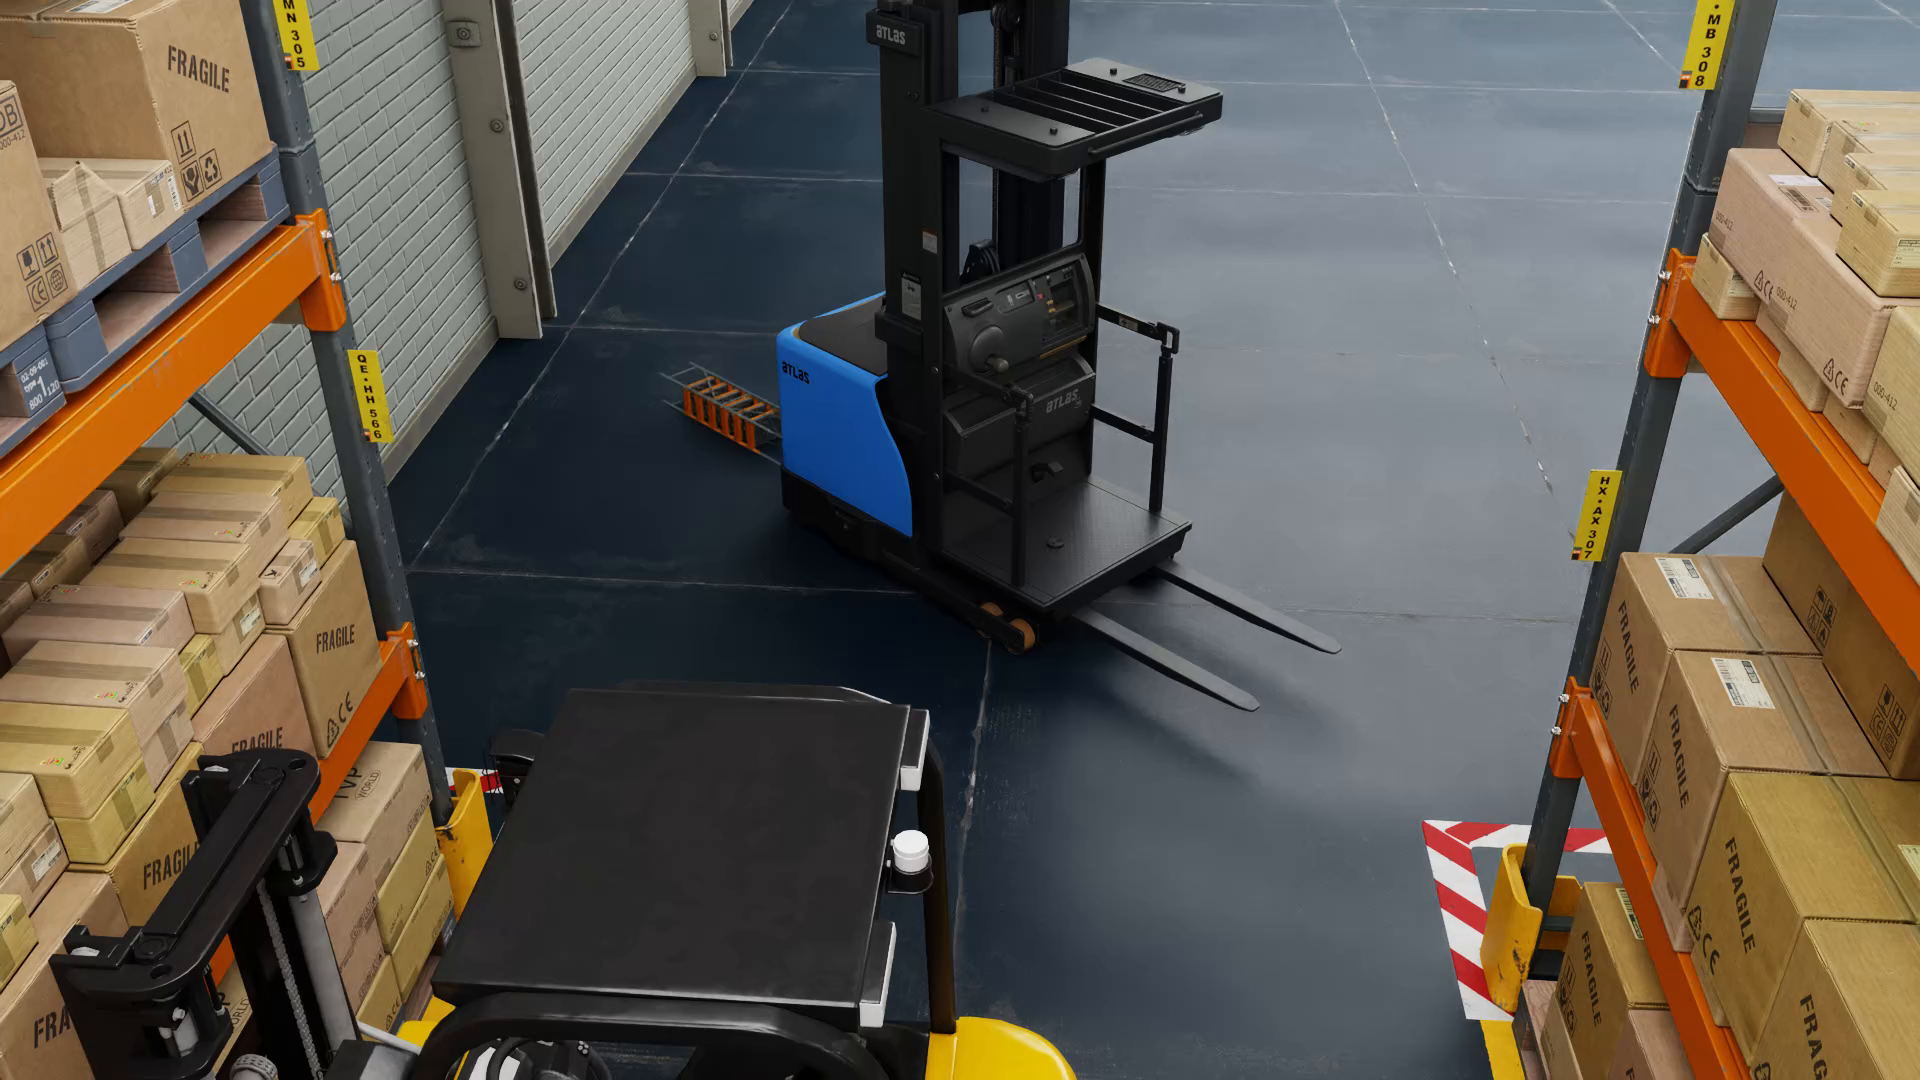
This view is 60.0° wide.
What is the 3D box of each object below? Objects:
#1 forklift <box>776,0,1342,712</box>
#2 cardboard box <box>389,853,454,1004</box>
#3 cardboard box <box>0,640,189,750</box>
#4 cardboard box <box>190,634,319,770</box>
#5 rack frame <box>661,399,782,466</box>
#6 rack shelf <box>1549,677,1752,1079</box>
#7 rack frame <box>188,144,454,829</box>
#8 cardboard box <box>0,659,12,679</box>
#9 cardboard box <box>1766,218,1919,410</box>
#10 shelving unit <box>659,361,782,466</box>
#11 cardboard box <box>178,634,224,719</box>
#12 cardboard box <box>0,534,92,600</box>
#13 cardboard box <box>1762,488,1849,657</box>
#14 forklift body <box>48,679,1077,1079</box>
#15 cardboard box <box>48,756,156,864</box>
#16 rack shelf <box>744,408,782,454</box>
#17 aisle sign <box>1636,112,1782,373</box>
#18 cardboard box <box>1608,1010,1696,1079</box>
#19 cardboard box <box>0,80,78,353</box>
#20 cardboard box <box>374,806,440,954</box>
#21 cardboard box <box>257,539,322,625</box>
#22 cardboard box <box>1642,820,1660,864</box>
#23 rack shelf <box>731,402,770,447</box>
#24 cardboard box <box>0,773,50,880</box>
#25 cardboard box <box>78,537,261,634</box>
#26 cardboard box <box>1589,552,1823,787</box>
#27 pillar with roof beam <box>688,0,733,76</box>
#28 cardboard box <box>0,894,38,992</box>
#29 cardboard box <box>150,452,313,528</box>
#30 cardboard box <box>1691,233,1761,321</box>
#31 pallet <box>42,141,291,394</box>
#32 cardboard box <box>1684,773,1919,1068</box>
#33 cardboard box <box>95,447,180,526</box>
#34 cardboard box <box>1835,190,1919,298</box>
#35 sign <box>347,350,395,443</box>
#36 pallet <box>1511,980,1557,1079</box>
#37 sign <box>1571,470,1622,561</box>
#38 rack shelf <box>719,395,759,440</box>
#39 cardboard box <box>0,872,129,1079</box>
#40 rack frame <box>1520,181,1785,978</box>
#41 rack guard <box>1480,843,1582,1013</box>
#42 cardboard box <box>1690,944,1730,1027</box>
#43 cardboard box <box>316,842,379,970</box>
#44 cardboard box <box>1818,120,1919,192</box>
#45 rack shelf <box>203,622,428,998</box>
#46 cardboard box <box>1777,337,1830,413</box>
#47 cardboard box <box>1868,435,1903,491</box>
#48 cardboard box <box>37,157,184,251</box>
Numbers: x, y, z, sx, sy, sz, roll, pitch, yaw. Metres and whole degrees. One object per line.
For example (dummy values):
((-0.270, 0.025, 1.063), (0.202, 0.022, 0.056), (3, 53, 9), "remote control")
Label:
((0.437, -1.013, 7.600), (1.130, 2.935, 3.031), (-27, 41, -36), "forklift")
((-2.143, 1.359, 5.907), (0.500, 0.250, 0.500), (3, 32, 4), "cardboard box")
((-2.227, 0.395, 4.253), (0.380, 0.149, 0.250), (3, 32, 5), "cardboard box")
((-2.249, 0.605, 4.815), (0.500, 0.500, 0.500), (3, 32, 6), "cardboard box")
((-1.309, -0.664, 9.818), (0.240, 0.006, 1.200), (-27, 41, -37), "rack frame")
((2.365, 1.670, 3.867), (1.077, 0.370, 4.000), (2, 32, 4), "rack shelf")
((-2.420, 0.108, 5.716), (1.000, 3.000, 0.127), (2, 32, 4), "rack frame")
((-2.772, 0.357, 4.598), (0.380, 0.149, 0.250), (1, 32, 2), "cardboard box")
((2.171, -0.508, 3.715), (0.500, 0.250, 0.500), (2, 32, 3), "cardboard box")
((-1.309, -0.742, 9.770), (0.258, 0.189, 1.200), (-27, 41, -37), "shelving unit")
((-2.273, 0.379, 4.562), (0.380, 0.149, 0.250), (2, 32, 4), "cardboard box")
((-2.722, 0.103, 4.727), (0.380, 0.149, 0.250), (3, 32, 5), "cardboard box")
((2.704, -0.001, 4.560), (0.700, 0.500, 0.500), (2, 32, 3), "cardboard box")
((-0.756, 1.538, 4.203), (2.313, 2.155, 1.214), (2, 32, 4), "forklift body")
((-2.249, 0.654, 4.116), (0.380, 0.149, 0.250), (3, 32, 4), "cardboard box")
((-1.110, -0.636, 9.597), (0.258, 0.180, 0.103), (-27, 41, -37), "rack shelf")
((2.224, -0.835, 4.767), (0.394, 0.787, 0.004), (2, 32, 4), "aisle sign")
((2.147, 1.686, 4.660), (0.500, 0.500, 0.500), (1, 32, 2), "cardboard box")
((-2.396, -0.660, 3.512), (0.700, 0.500, 0.500), (3, 32, 4), "cardboard box")
((-2.148, 1.154, 5.762), (0.500, 0.250, 0.500), (2, 32, 3), "cardboard box")
((-2.160, 0.117, 4.987), (0.380, 0.149, 0.250), (3, 32, 5), "cardboard box")
((2.185, 0.861, 4.733), (0.380, 0.149, 0.250), (1, 32, 2), "cardboard box")
((-1.194, -0.681, 9.670), (0.258, 0.180, 0.103), (-27, 41, -37), "rack shelf")
((-2.358, 0.661, 3.821), (0.380, 0.149, 0.250), (3, 32, 5), "cardboard box")
((-2.222, 0.127, 4.688), (0.380, 0.149, 0.250), (3, 32, 5), "cardboard box")
((2.213, 0.384, 4.888), (0.500, 0.500, 0.500), (2, 32, 3), "cardboard box")
((1.893, -8.212, 13.498), (9.100, 9.000, 0.400), (2, 32, 4), "pillar with roof beam")
((-2.311, 0.917, 3.689), (0.380, 0.149, 0.250), (2, 32, 3), "cardboard box")
((-2.239, -0.141, 5.123), (0.380, 0.149, 0.250), (3, 32, 4), "cardboard box")
((2.177, -0.693, 4.395), (0.380, 0.149, 0.250), (2, 32, 4), "cardboard box")
((-2.503, -0.763, 4.354), (1.003, 0.211, 1.213), (2, 32, 4), "pallet")
((2.134, 0.922, 4.016), (0.500, 0.500, 0.500), (2, 32, 3), "cardboard box")
((-2.660, -0.171, 5.172), (0.380, 0.149, 0.250), (2, 32, 3), "cardboard box")
((2.115, -0.626, 3.527), (0.380, 0.149, 0.250), (2, 32, 4), "cardboard box")
((-1.880, -0.456, 5.301), (0.100, 0.325, 0.005), (2, 32, 4), "sign")
((2.420, 1.968, 5.356), (1.003, 0.211, 1.213), (2, 32, 4), "pallet")
((1.987, -0.074, 5.186), (0.100, 0.325, 0.005), (2, 32, 4), "sign")
((-1.278, -0.726, 9.743), (0.258, 0.180, 0.103), (-27, 41, -37), "rack shelf")
((-2.321, 1.136, 3.952), (0.500, 0.500, 0.500), (3, 32, 4), "cardboard box")
((2.528, 0.318, 5.375), (1.000, 3.000, 0.127), (2, 32, 4), "rack frame")
((2.522, 1.422, 5.967), (1.175, 0.500, 0.348), (2, 32, 4), "rack guard")
((2.131, 1.129, 4.299), (0.380, 0.149, 0.250), (3, 32, 5), "cardboard box")
((-2.182, 1.195, 5.219), (0.500, 0.250, 0.500), (3, 32, 5), "cardboard box")
((2.291, -0.882, 3.943), (0.380, 0.149, 0.250), (2, 32, 4), "cardboard box")
((-2.582, 1.460, 4.208), (1.077, 0.370, 4.000), (2, 32, 4), "rack shelf")
((2.189, -0.415, 3.944), (0.380, 0.149, 0.250), (3, 32, 5), "cardboard box")
((2.176, -0.145, 3.507), (0.380, 0.149, 0.250), (2, 32, 2), "cardboard box")
((-2.184, -0.837, 4.135), (0.380, 0.149, 0.250), (2, 32, 3), "cardboard box")
